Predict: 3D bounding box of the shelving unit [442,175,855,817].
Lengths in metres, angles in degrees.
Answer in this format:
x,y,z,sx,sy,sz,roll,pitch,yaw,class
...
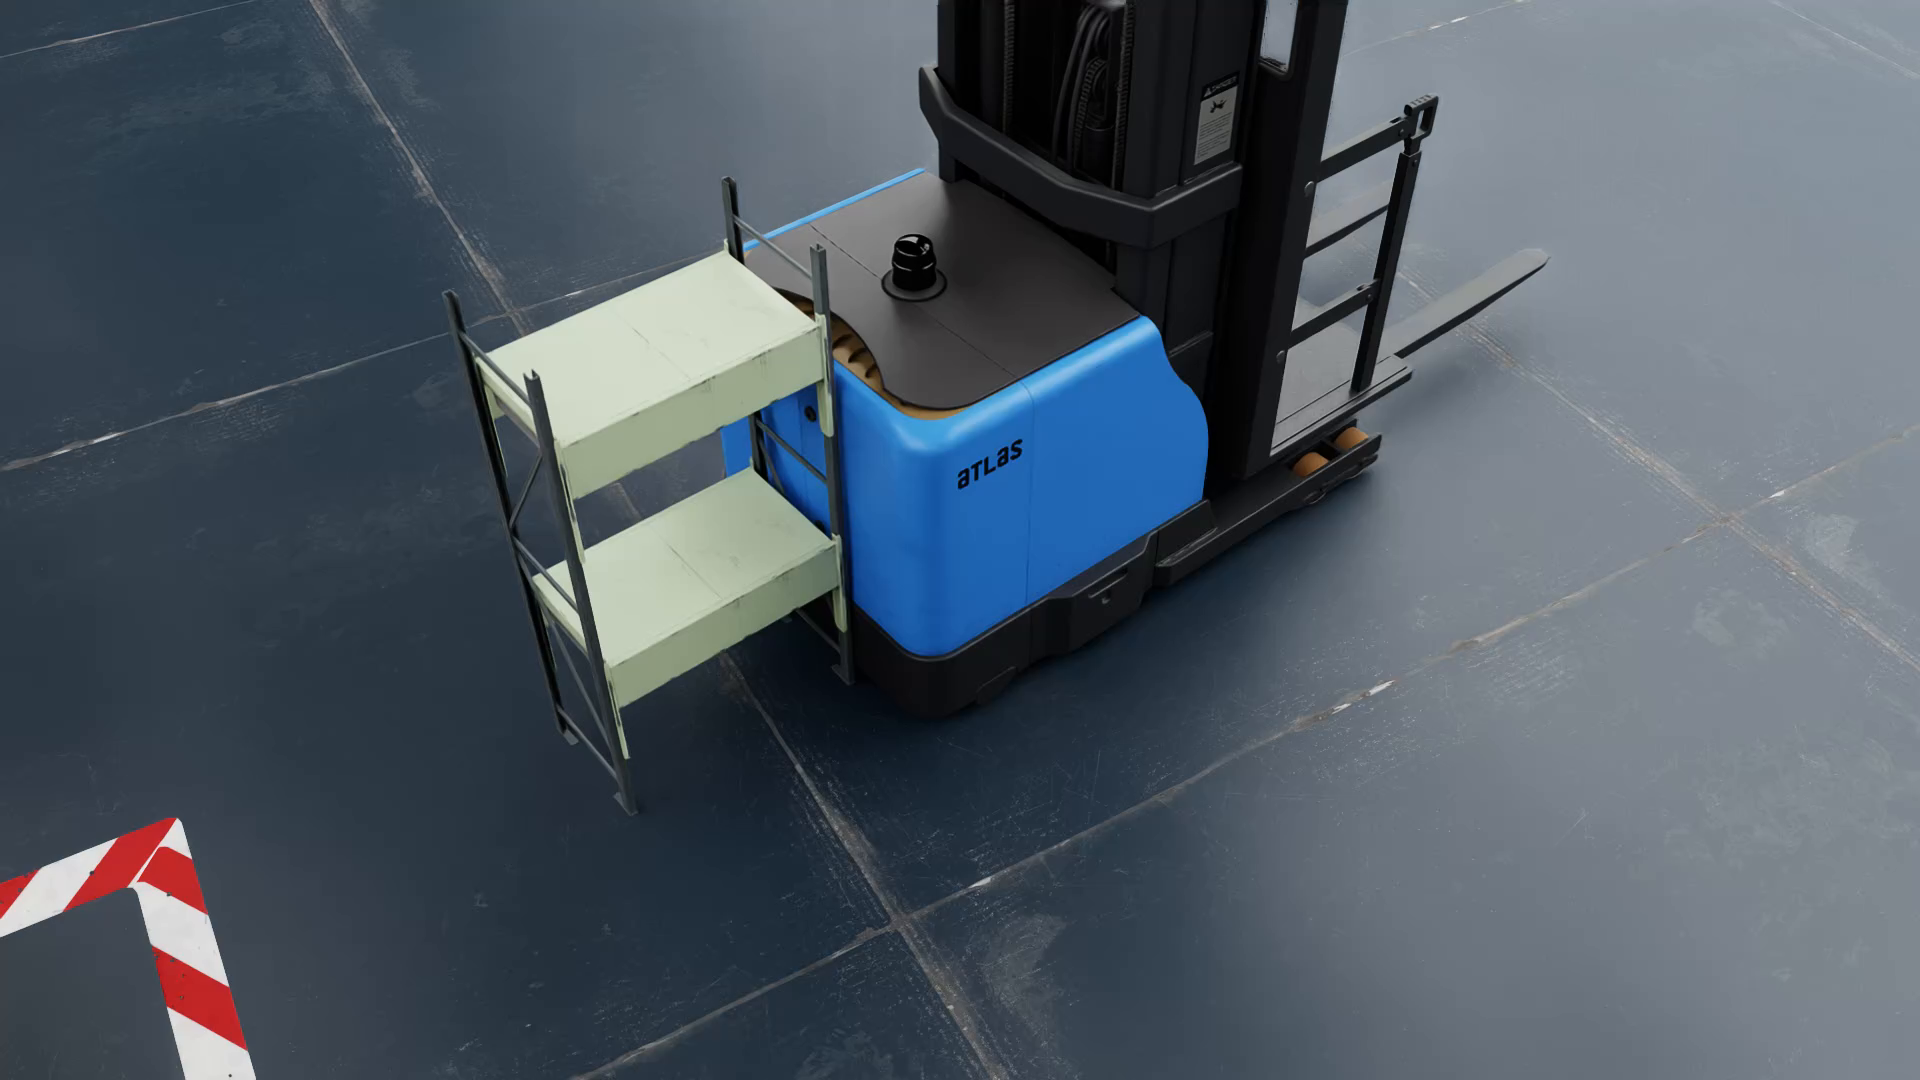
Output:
x,y,z,sx,sy,sz,roll,pitch,yaw,class
-0.722,-0.065,4.240,0.755,1.500,0.431,-30,51,-27,shelving unit

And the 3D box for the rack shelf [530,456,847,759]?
x,y,z,sx,sy,sz,roll,pitch,yaw,class
-0.722,0.169,4.467,0.720,0.370,0.431,-30,51,-27,rack shelf

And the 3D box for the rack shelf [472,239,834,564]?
x,y,z,sx,sy,sz,roll,pitch,yaw,class
-0.722,-0.345,3.968,0.720,0.370,0.431,-30,51,-27,rack shelf

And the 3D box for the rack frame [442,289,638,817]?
x,y,z,sx,sy,sz,roll,pitch,yaw,class
-1.005,0.097,4.073,0.023,1.500,0.400,-30,51,-27,rack frame

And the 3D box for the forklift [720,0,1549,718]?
x,y,z,sx,sy,sz,roll,pitch,yaw,class
0.743,-1.424,4.613,3.031,2.935,1.130,-30,51,-27,forklift

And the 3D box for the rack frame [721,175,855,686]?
x,y,z,sx,sy,sz,roll,pitch,yaw,class
-0.440,-0.227,4.407,0.023,1.500,0.400,-30,51,-27,rack frame
